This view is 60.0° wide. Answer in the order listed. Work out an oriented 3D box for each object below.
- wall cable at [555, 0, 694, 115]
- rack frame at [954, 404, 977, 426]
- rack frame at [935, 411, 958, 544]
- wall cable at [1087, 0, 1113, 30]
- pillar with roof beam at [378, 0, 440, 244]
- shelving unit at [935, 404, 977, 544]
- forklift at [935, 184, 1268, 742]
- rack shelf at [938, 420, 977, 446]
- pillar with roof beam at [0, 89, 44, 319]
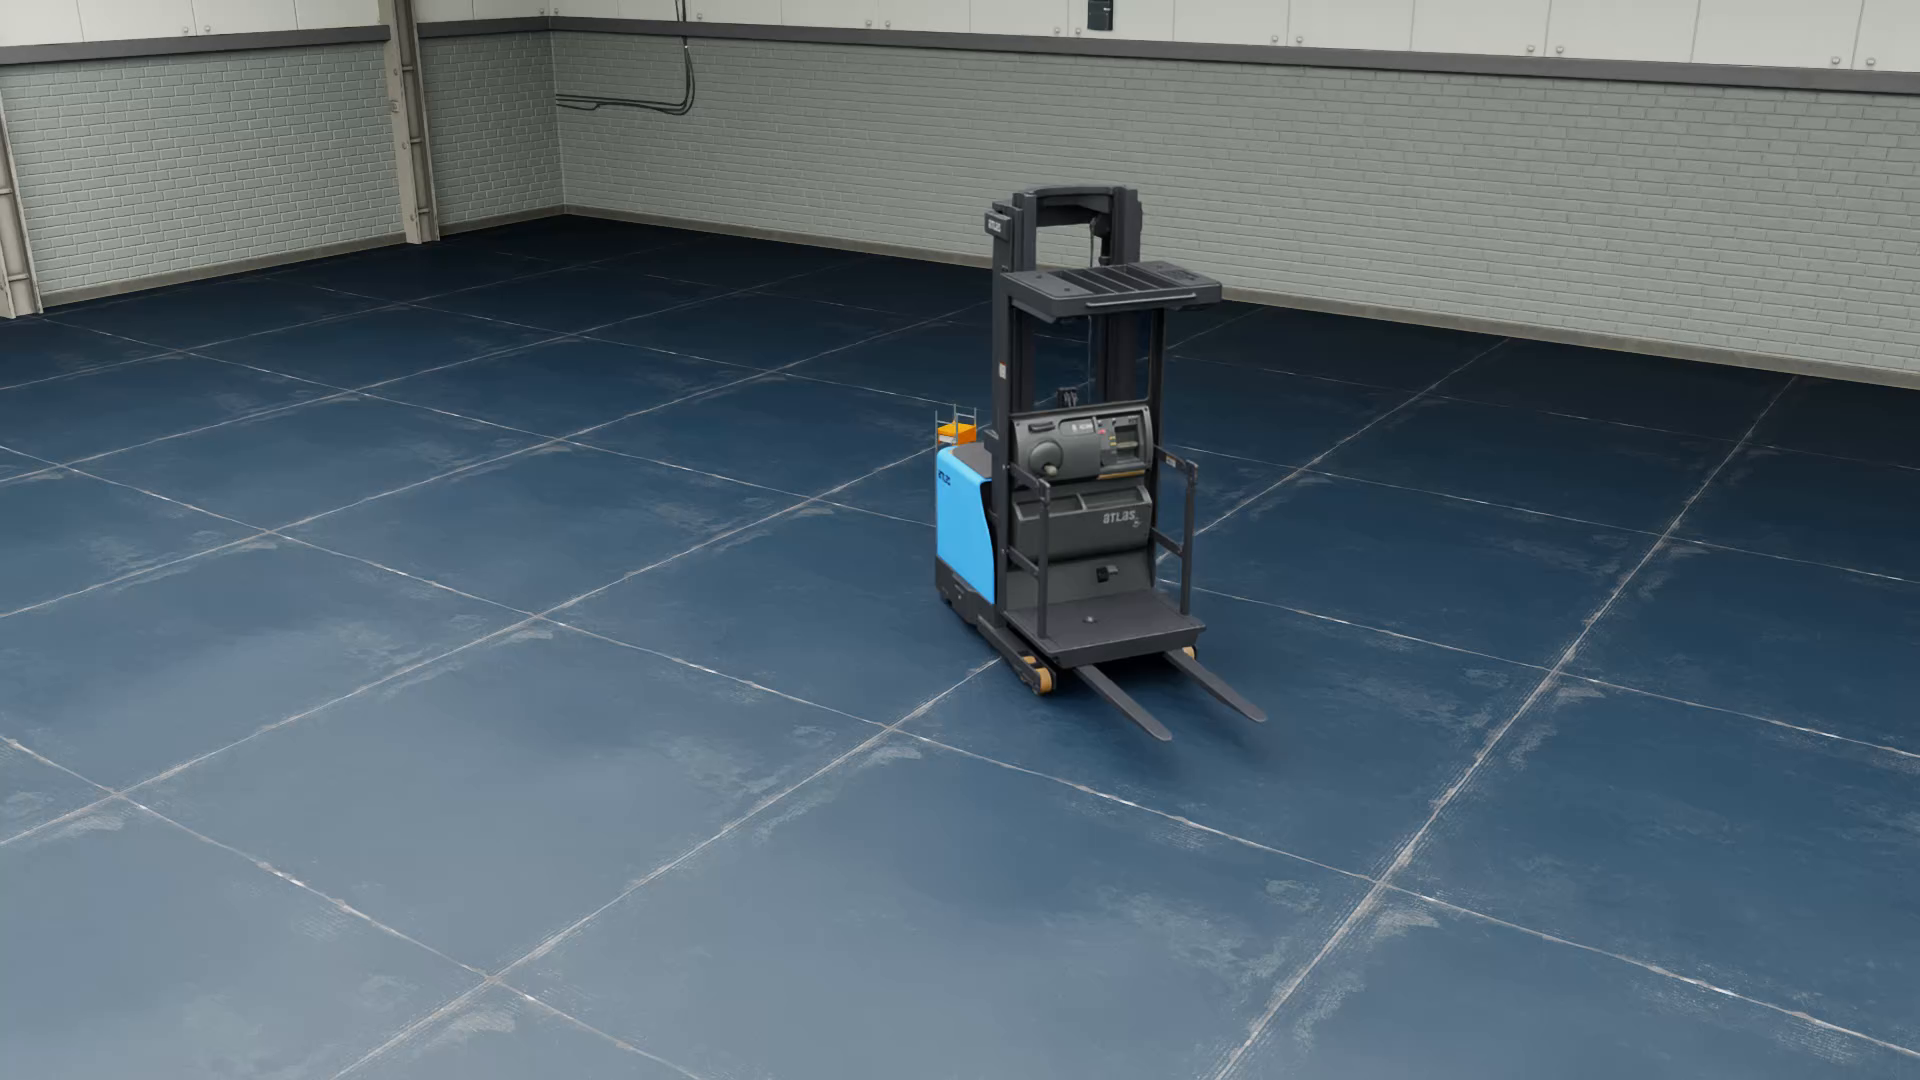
[{"bbox_3d":[-5.272,-7.816,25.399,3.097,2.526,0.112,13,24,32],"label":"wall cable"},{"bbox_3d":[0.038,-0.512,12.636,0.200,1.050,0.008,13,24,32],"label":"rack frame"},{"bbox_3d":[-0.099,-0.442,12.447,0.200,1.050,0.008,13,24,32],"label":"rack frame"},{"bbox_3d":[2.571,-9.011,19.253,2.305,6.003,0.169,13,24,32],"label":"wall cable"},{"bbox_3d":[-4.461,-7.845,21.003,9.100,9.000,0.400,13,24,32],"label":"pillar with roof beam"},{"bbox_3d":[-0.030,-0.477,12.541,0.215,1.050,0.252,13,24,32],"label":"shelving unit"},{"bbox_3d":[0.854,-0.591,10.139,1.130,2.935,3.031,-8,22,-21],"label":"forklift"},{"bbox_3d":[-0.030,-0.733,12.447,0.215,0.259,0.240,13,24,32],"label":"rack shelf"},{"bbox_3d":[-7.834,-6.124,16.349,9.100,9.000,0.400,13,24,32],"label":"pillar with roof beam"}]
